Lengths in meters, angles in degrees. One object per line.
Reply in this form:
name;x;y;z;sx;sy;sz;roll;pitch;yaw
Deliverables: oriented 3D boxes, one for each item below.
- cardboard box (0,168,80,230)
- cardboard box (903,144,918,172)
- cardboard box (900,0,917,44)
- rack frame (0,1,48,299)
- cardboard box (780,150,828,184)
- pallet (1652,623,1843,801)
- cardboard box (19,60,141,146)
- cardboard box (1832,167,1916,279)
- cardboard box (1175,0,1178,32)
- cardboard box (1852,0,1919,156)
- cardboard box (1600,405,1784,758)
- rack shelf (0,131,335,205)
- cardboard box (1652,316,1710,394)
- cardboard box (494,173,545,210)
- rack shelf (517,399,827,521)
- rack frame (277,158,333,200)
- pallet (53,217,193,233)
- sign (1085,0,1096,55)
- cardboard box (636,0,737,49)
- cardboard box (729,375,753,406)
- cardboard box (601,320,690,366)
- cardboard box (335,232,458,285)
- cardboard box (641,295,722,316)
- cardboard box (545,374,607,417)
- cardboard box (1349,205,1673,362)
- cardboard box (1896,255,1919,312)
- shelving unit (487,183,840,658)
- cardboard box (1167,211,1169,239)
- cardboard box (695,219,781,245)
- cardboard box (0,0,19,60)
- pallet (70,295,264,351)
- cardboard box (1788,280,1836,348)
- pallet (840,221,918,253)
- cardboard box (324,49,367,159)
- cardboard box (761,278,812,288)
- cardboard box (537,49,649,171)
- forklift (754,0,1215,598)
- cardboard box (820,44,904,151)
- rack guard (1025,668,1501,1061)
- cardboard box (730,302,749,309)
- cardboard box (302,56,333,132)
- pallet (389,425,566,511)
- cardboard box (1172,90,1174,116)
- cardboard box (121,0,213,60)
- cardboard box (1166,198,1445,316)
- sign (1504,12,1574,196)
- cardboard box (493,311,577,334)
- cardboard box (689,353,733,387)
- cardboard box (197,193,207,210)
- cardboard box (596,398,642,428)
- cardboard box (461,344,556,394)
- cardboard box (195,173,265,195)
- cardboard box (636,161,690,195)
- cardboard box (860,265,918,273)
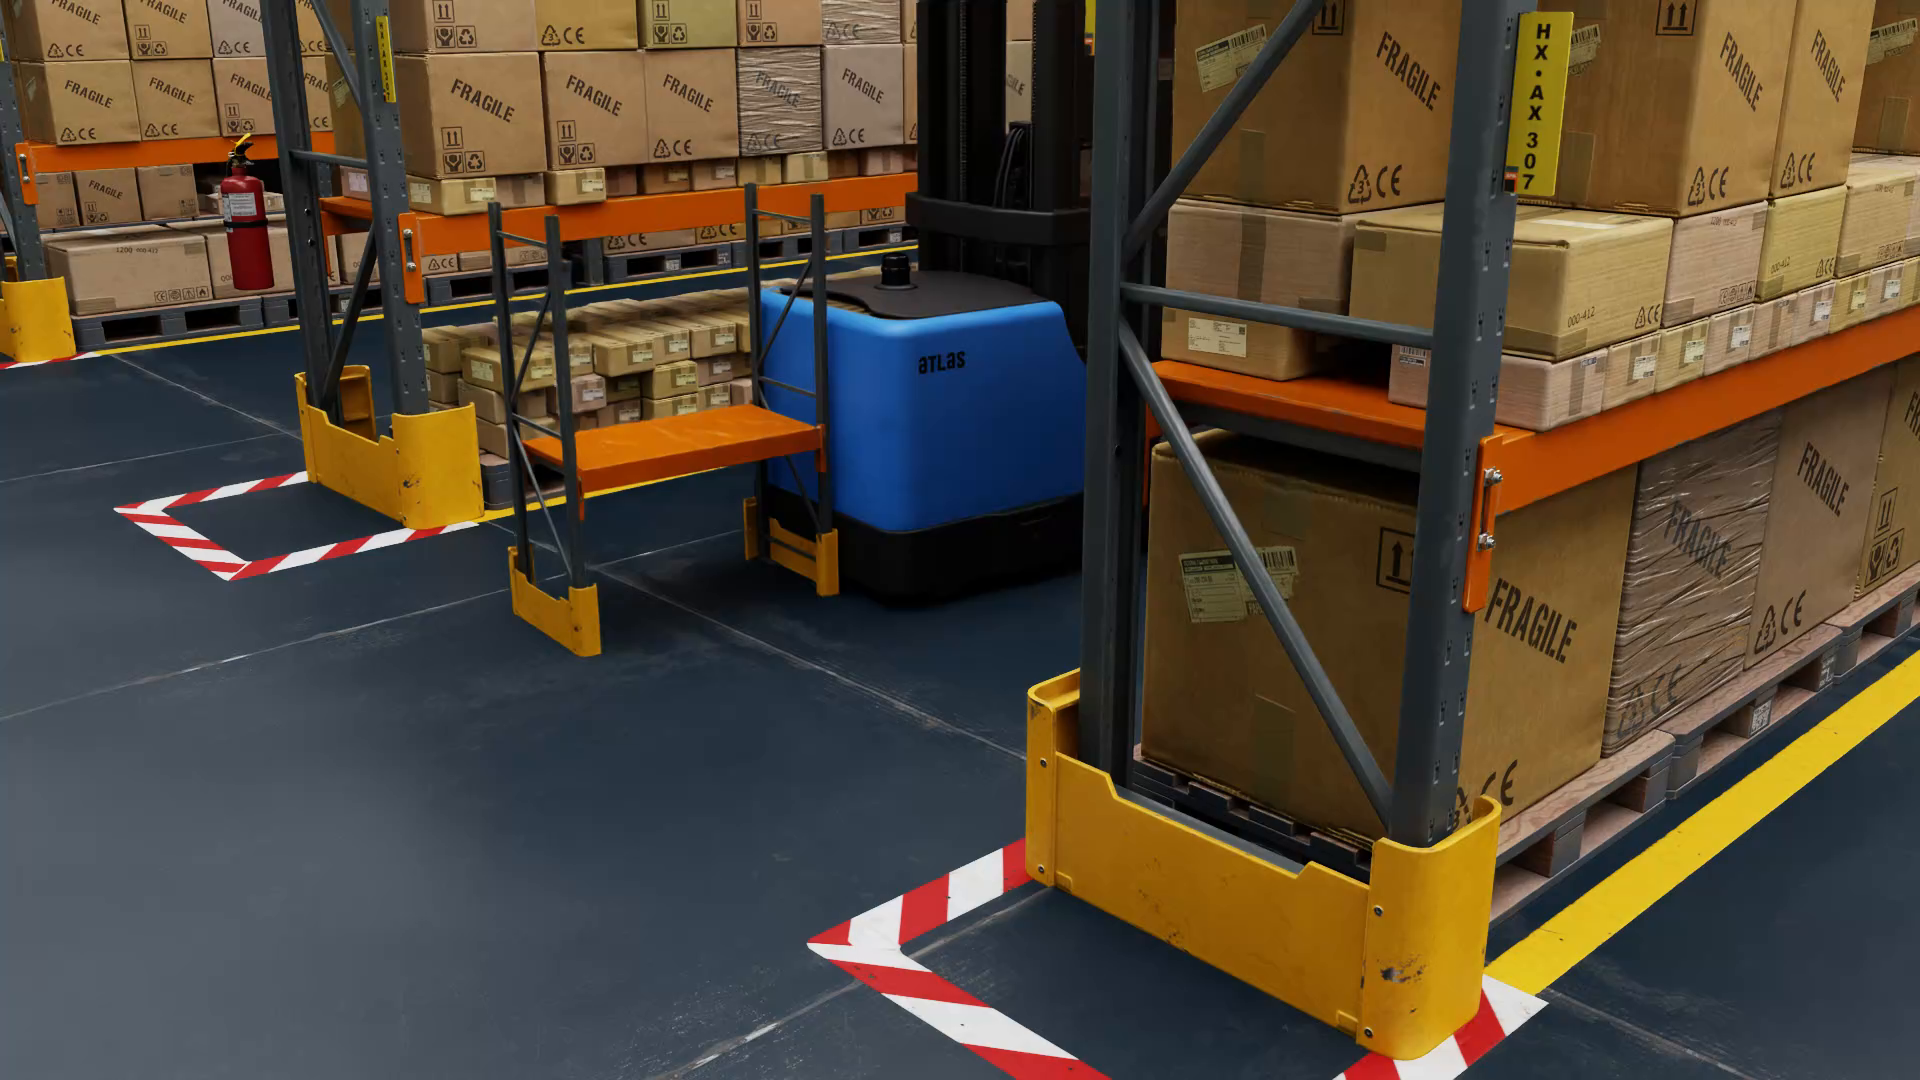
cardboard box;-8.377;-3.102;15.061;0.500;0.500;0.700;-15;23;-39
cardboard box;-0.369;-2.065;8.897;0.380;0.149;0.250;17;25;42
cardboard box;-0.268;-2.852;8.653;0.500;0.500;0.500;17;25;42
rack frame;-6.121;-2.699;10.446;0.127;3.000;1.000;-16;24;-41
cardboard box;-0.874;-1.879;8.323;0.250;0.149;0.380;-16;24;-40
pallet;2.101;0.404;5.396;1.213;0.211;1.003;-16;24;-41
cardboard box;-5.575;-2.784;10.546;0.500;0.500;0.500;-17;24;-41
cardboard box;2.338;-0.919;4.715;0.500;0.250;0.500;-17;24;-42
cardboard box;2.060;-5.376;17.377;0.500;0.500;0.500;-16;24;-41
cardboard box;3.076;-1.490;5.262;0.500;0.500;0.500;-16;24;-40
cardboard box;1.758;-0.014;4.927;0.875;0.875;0.875;-16;24;-41
rack shelf;-4.668;-2.781;11.864;4.000;0.370;1.077;-16;24;-41
cardboard box;1.543;-0.469;3.975;0.250;0.149;0.380;-17;25;-42
cardboard box;-2.030;-1.550;7.309;0.250;0.149;0.380;-15;23;-39
rack shelf;-1.050;-0.309;6.089;1.000;0.185;0.538;-14;22;-36
rack frame;-6.628;-4.658;16.488;0.127;3.000;1.000;-16;24;-41
pallet;-8.014;-2.926;15.669;1.213;0.211;1.003;-16;24;-41
sign;0.324;-1.266;3.765;0.005;0.325;0.100;-16;24;-41
cardboard box;-1.383;-2.525;7.643;0.500;0.500;0.500;-17;25;-42
cardboard box;-1.115;-0.760;8.408;0.380;0.149;0.250;16;24;41
cardboard box;-1.521;-0.954;8.040;0.380;0.149;0.250;16;24;41
cardboard box;-4.395;-2.229;12.469;0.875;0.438;0.875;17;25;42
cardboard box;-1.457;-1.171;8.711;0.380;0.149;0.250;17;25;42
cardboard box;-1.852;-0.695;7.724;0.250;0.149;0.380;-16;24;-41
cardboard box;1.221;-0.590;3.700;0.500;0.250;0.500;-17;25;-42
cardboard box;2.664;-0.796;4.983;0.250;0.149;0.380;-17;24;-42
shelving unit;-1.057;-0.478;6.028;1.083;1.500;0.587;-14;22;-36
cardboard box;0.978;-1.923;10.210;0.500;0.250;0.500;17;24;41
cardboard box;-2.168;-3.078;14.379;0.875;0.875;0.875;-15;23;-39
cardboard box;-5.935;-3.378;10.756;0.500;0.500;0.500;-15;23;-39
pallet;-5.594;-1.559;11.452;1.213;0.211;1.003;-16;24;-41
cardboard box;2.104;-0.633;4.481;0.250;0.149;0.380;-17;24;-41
pallet;-0.933;-2.918;15.641;1.213;0.211;1.003;-16;24;-41
cardboard box;-2.497;-1.953;7.501;0.500;0.500;0.500;-16;24;-40
cardboard box;-0.939;-1.353;9.271;0.250;0.149;0.380;-16;24;-40
cardboard box;-1.760;-1.952;7.499;0.500;0.500;0.500;-16;24;-41
forklift;0.632;-1.526;6.938;3.031;2.935;1.130;-14;22;-36
cardboard box;-0.638;-2.267;8.469;0.500;0.500;0.500;-16;24;-41
rack guard;0.670;0.716;3.966;0.348;0.500;1.175;-16;24;-41
cardboard box;-0.973;-1.131;8.585;0.250;0.149;0.380;-16;24;-41
cardboard box;-4.493;-3.111;11.554;0.500;0.500;0.500;-15;23;-39
pallet;-1.977;-0.465;8.077;1.213;0.211;1.003;-16;24;-41
cardboard box;1.059;-2.579;9.803;0.250;0.149;0.380;-16;24;-40
cardboard box;-5.206;-3.371;10.735;0.500;0.500;0.500;-17;25;-42
cardboard box;0.857;-0.710;4.073;0.500;0.250;0.500;-17;24;-42
sign;1.064;-0.802;3.063;0.005;0.325;0.100;-16;24;-41
cardboard box;-2.114;-1.030;8.276;0.250;0.149;0.380;-17;25;-42
cardboard box;-1.347;-0.874;8.277;0.380;0.149;0.250;16;24;41
cardboard box;-7.586;-3.323;16.311;0.250;0.149;0.380;-17;24;-42
cardboard box;-1.737;-0.622;7.981;0.250;0.149;0.380;-16;24;-40
cardboard box;-2.033;-0.773;7.481;0.380;0.149;0.250;17;24;41
cardboard box;-7.270;-3.492;16.570;0.500;0.311;0.500;-15;23;-39
cardboard box;-1.490;-1.733;7.872;0.250;0.149;0.380;-17;24;-41
cardboard box;-0.374;-1.514;9.767;0.250;0.149;0.380;-15;23;-38
